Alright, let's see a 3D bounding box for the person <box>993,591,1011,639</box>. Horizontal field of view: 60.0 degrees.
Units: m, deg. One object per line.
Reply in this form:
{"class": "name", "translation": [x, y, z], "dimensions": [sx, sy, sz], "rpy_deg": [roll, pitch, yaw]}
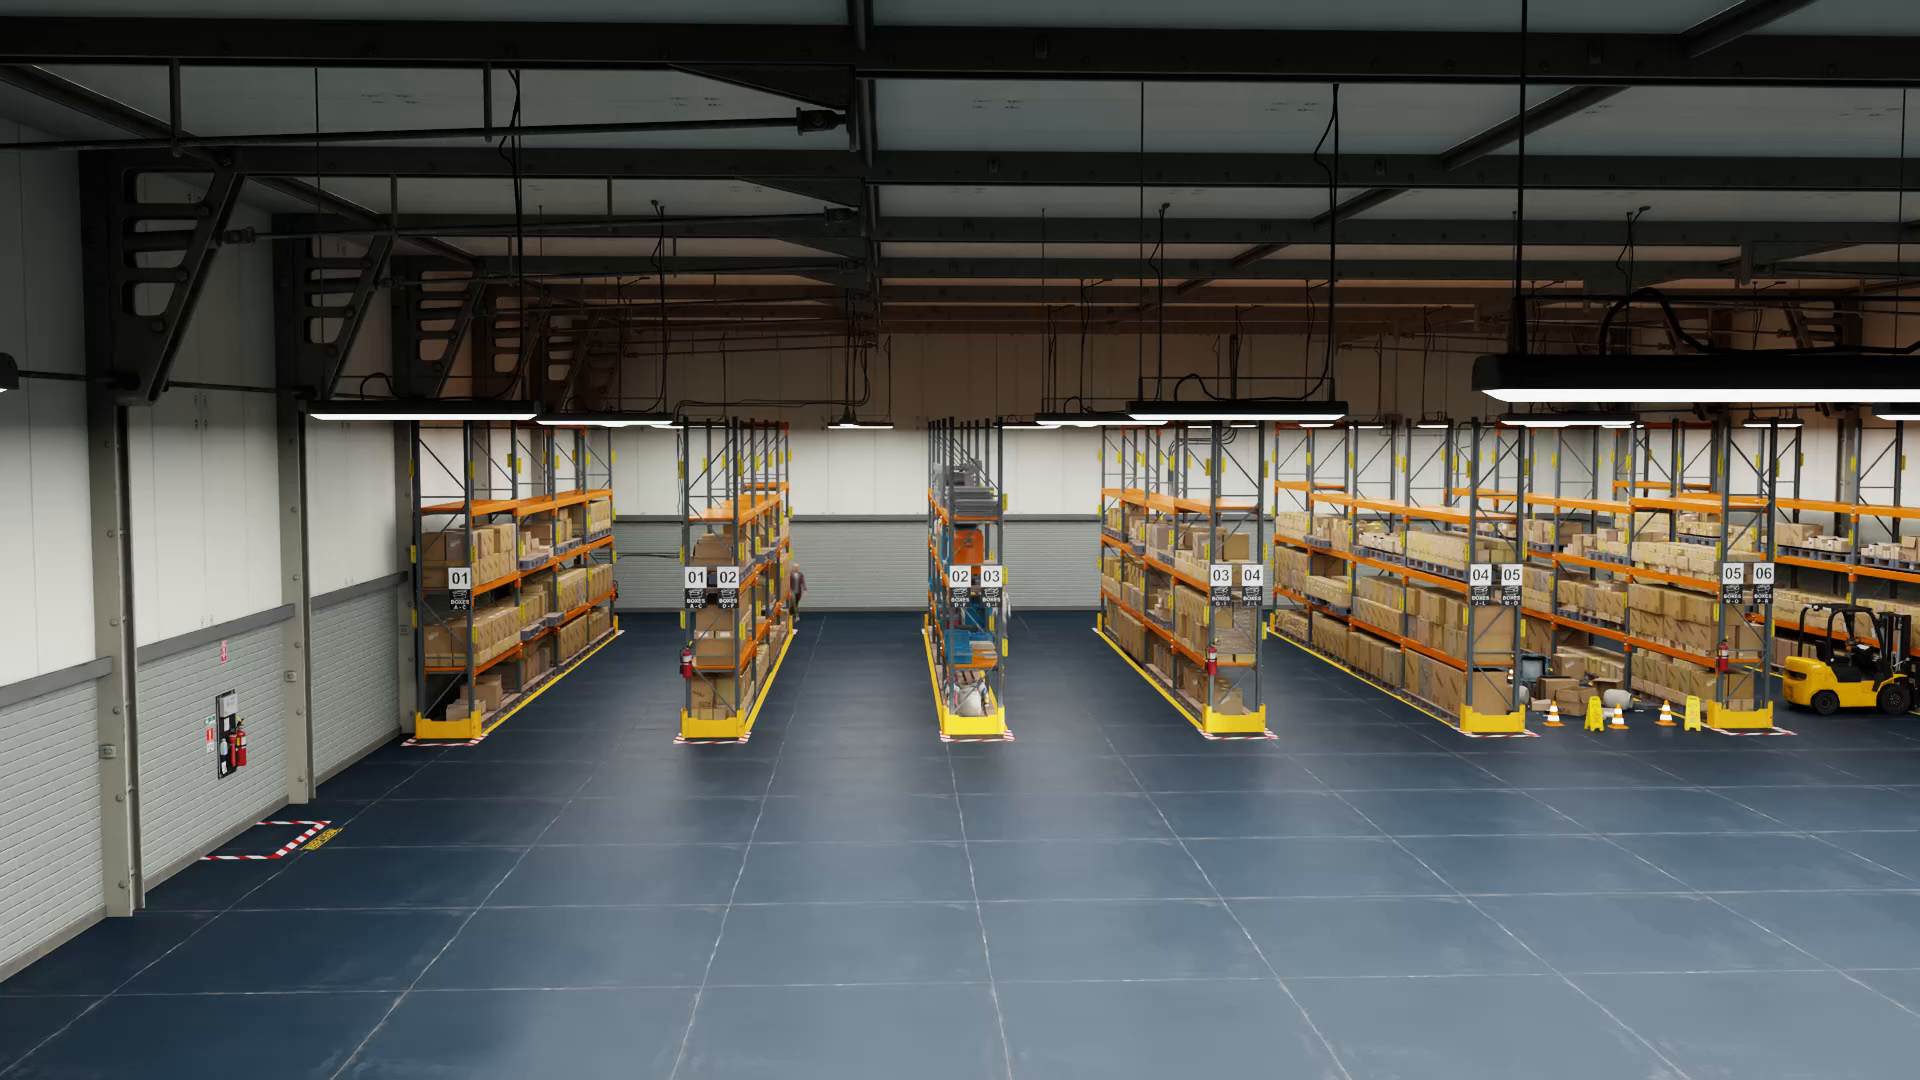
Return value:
{"class": "person", "translation": [1.071, 1.866, 43.944], "dimensions": [0.497, 1.593, 0.877], "rpy_deg": [-2, 4, -27]}

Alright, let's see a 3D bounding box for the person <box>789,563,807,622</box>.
{"class": "person", "translation": [-4.968, 1.559, 50.162], "dimensions": [0.617, 1.708, 1.164], "rpy_deg": [-2, 4, -29]}

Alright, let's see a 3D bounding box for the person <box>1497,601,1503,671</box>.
{"class": "person", "translation": [12.691, 2.300, 39.419], "dimensions": [0.544, 1.819, 0.609], "rpy_deg": [-1, 4, -13]}

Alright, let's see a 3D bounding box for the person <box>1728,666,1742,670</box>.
{"class": "person", "translation": [16.768, 2.585, 36.135], "dimensions": [0.511, 1.577, 0.702], "rpy_deg": [0, 4, 0]}
